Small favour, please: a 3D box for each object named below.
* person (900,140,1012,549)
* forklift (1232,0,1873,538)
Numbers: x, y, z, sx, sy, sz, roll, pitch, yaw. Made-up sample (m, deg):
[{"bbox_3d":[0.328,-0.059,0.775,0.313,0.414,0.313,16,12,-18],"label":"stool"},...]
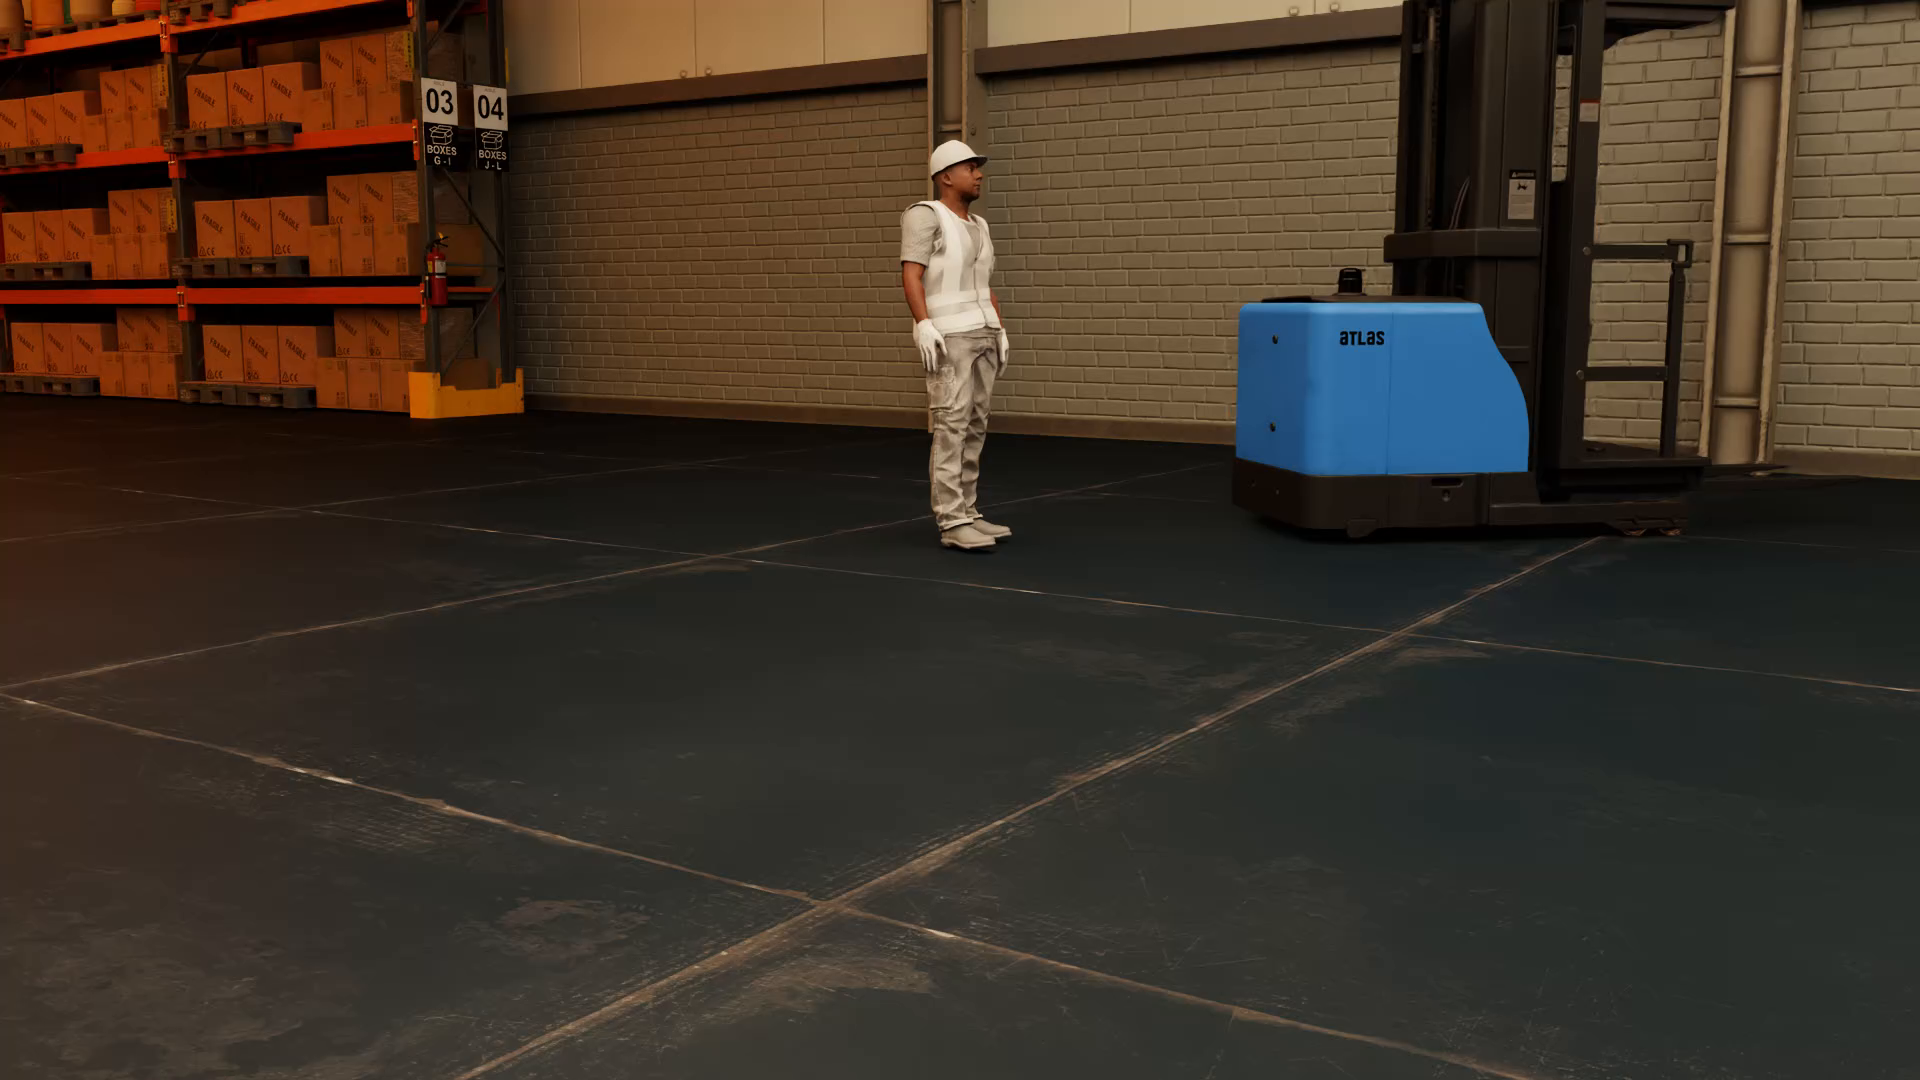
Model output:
[{"bbox_3d":[0.056,-0.883,7.430,0.574,1.786,0.656,5,10,34],"label":"person"},{"bbox_3d":[2.932,-1.538,8.008,3.031,2.935,1.130,-2,8,-11],"label":"forklift"}]
